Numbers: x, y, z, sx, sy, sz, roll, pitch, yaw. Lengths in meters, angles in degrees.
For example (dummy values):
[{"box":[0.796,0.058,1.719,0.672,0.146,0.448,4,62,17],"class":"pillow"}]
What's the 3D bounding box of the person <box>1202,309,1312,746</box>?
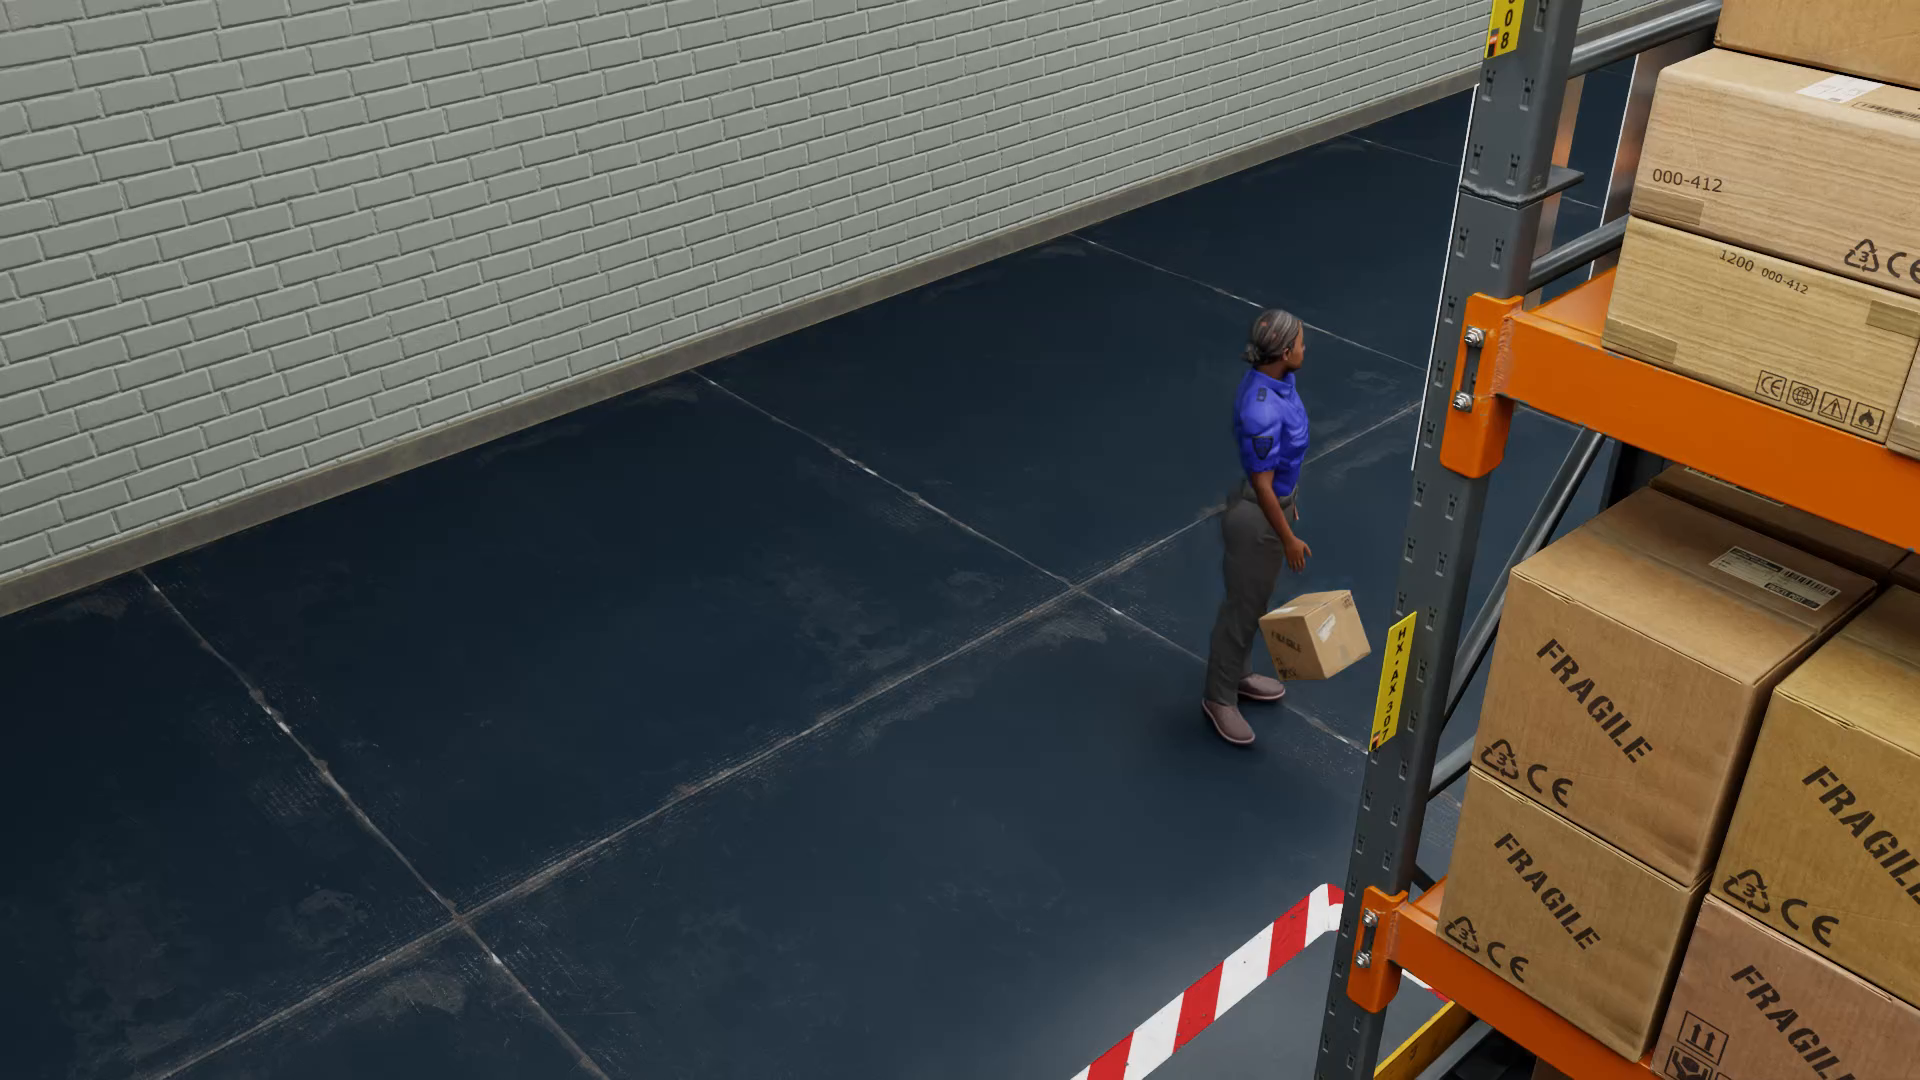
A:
[{"box":[1.149,-0.048,6.207,0.355,1.655,0.568,8,33,13],"class":"person"}]
